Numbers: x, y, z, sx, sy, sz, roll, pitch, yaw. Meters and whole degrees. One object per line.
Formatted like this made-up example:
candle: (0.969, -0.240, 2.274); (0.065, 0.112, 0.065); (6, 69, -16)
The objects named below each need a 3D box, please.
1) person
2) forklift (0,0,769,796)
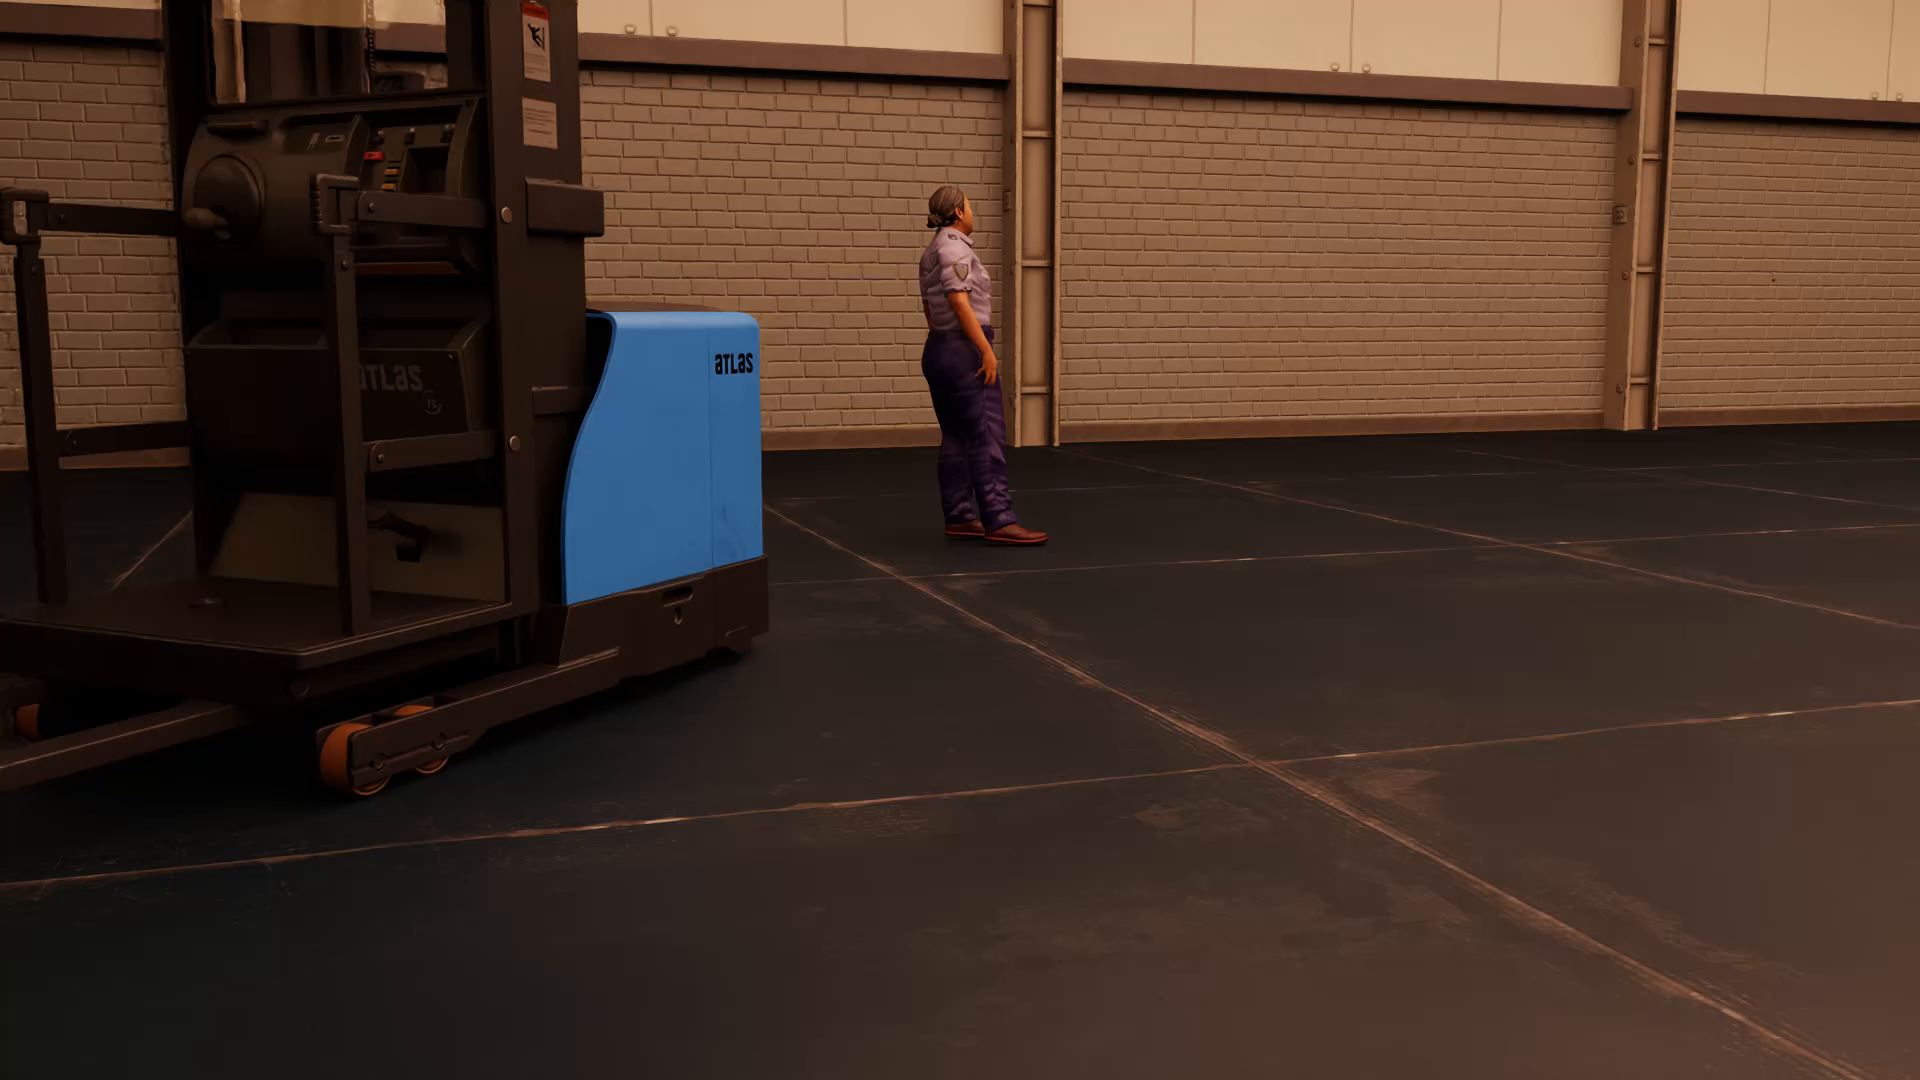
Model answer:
person: (0.093, -0.820, 7.819); (0.502, 1.643, 0.598); (-3, 8, -18)
forklift: (-1.682, -0.945, 3.998); (1.130, 2.935, 3.031); (4, 9, 24)
